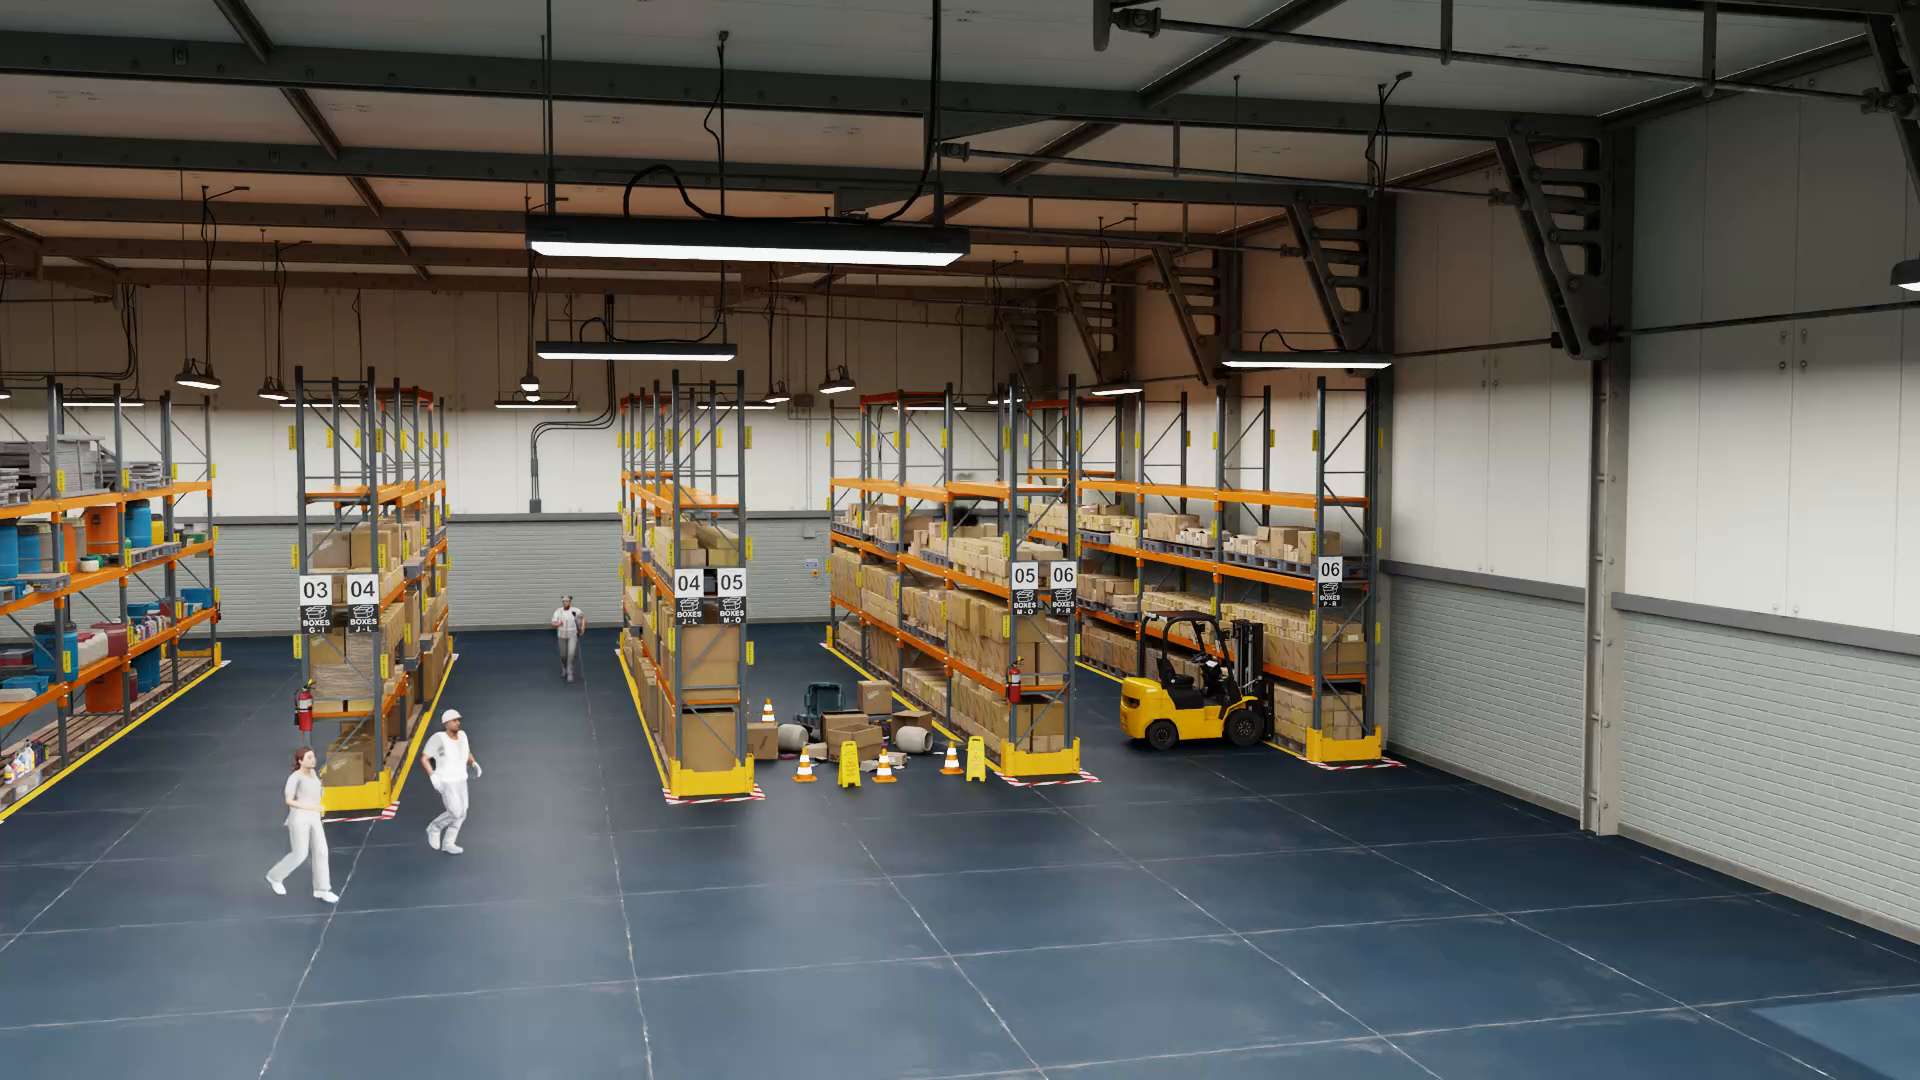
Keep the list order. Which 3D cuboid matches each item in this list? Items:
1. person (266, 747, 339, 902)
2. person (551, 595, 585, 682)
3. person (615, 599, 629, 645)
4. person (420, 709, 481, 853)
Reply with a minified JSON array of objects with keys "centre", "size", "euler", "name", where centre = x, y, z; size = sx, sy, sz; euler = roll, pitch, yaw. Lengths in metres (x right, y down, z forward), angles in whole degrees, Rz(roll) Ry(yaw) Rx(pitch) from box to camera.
[{"centre":[-7.162,3.086,18.127],"size":[0.836,1.686,0.577],"euler":[1,4,16],"name":"person"},{"centre":[-8.214,2.022,34.812],"size":[0.669,1.762,1.042],"euler":[0,3,-5],"name":"person"},{"centre":[-8.092,1.770,40.439],"size":[0.766,1.652,0.722],"euler":[0,3,2],"name":"person"},{"centre":[-6.160,2.925,20.191],"size":[0.589,1.746,0.694],"euler":[2,4,25],"name":"person"}]
